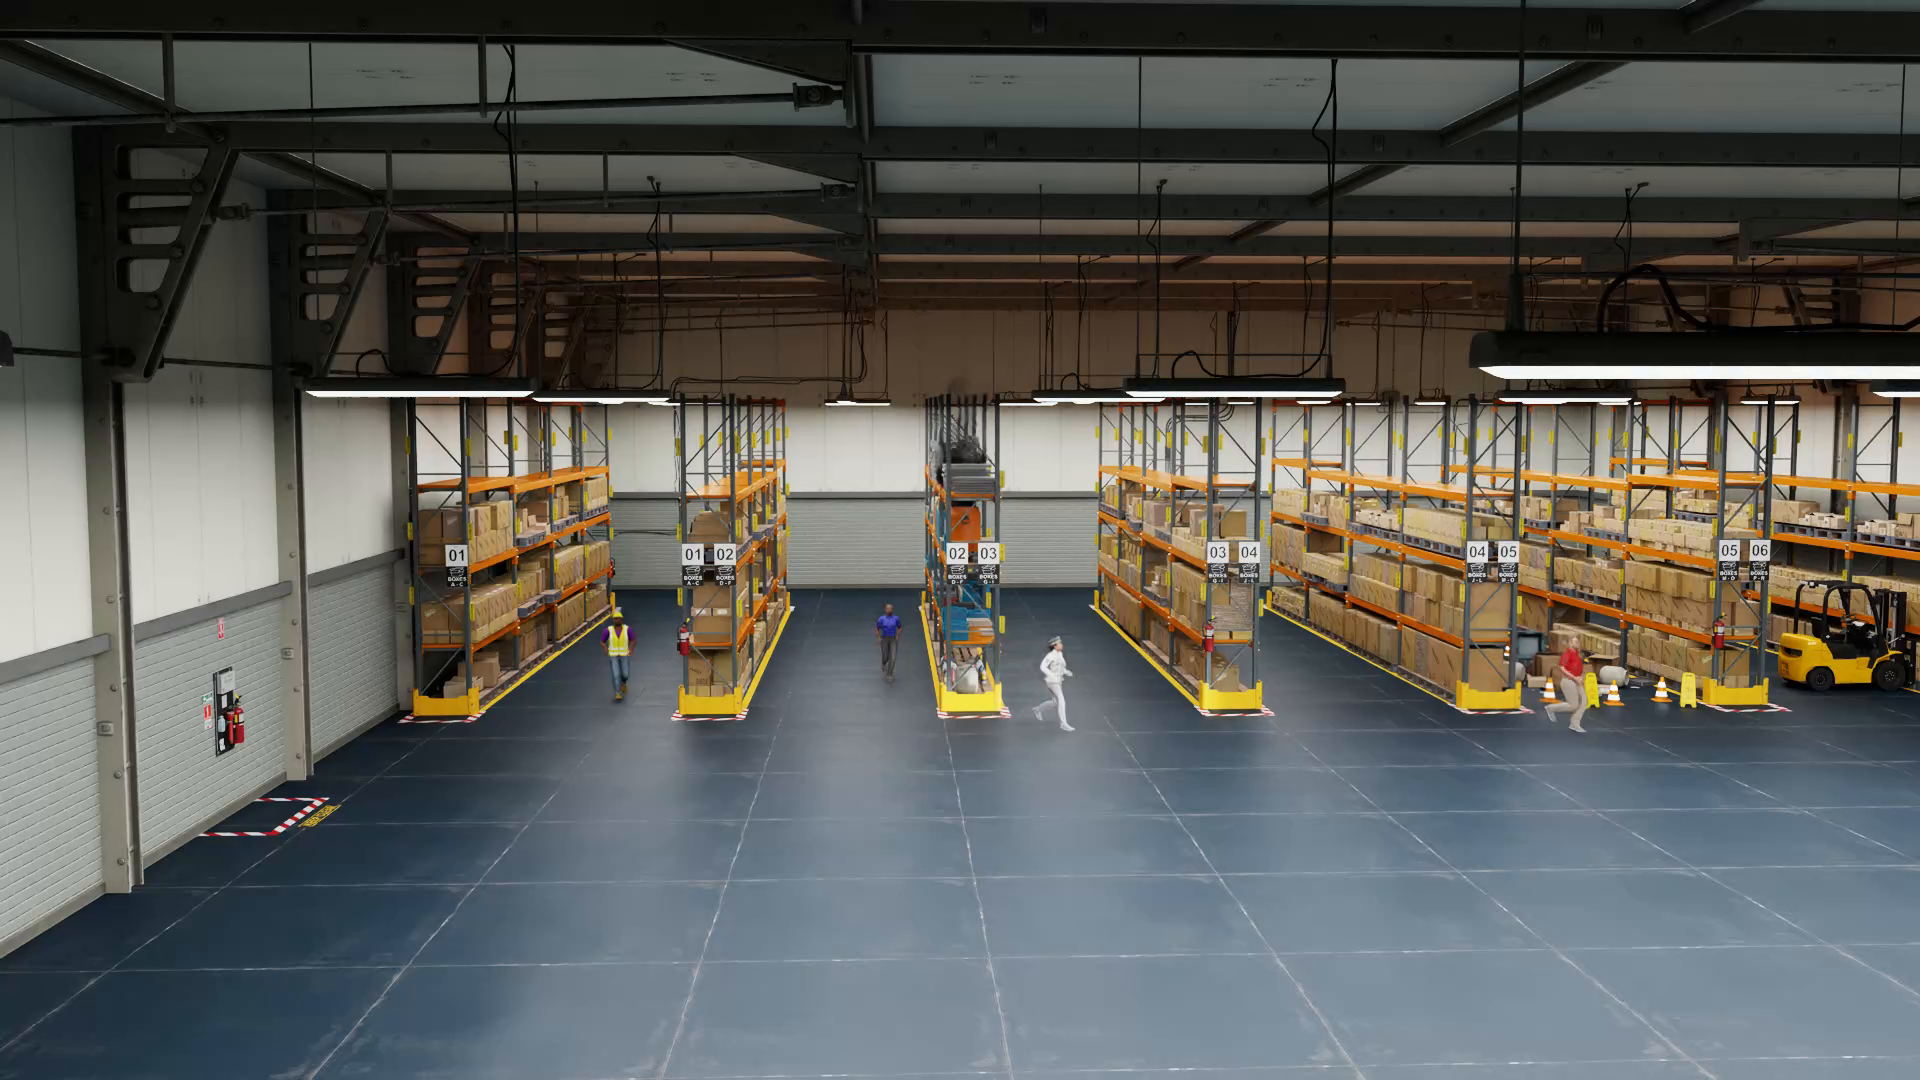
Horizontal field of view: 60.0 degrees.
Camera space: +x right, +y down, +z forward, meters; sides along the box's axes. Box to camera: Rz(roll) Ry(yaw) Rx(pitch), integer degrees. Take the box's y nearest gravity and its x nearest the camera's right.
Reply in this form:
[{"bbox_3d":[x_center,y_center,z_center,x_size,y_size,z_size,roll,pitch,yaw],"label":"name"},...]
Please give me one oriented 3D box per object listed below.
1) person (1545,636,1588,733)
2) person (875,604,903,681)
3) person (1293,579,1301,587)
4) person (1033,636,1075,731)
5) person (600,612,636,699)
[{"bbox_3d":[10.826,2.563,29.599,0.716,1.715,0.671,3,6,37],"label":"person"},{"bbox_3d":[-1.500,2.151,35.211,0.582,1.618,0.578,-1,5,-9],"label":"person"},{"bbox_3d":[10.009,1.102,48.817,0.650,1.576,0.582,3,5,34],"label":"person"},{"bbox_3d":[1.648,2.547,29.673,0.855,1.689,0.624,2,5,25],"label":"person"},{"bbox_3d":[-6.739,2.273,32.797,0.697,1.718,0.608,-1,5,-15],"label":"person"}]
